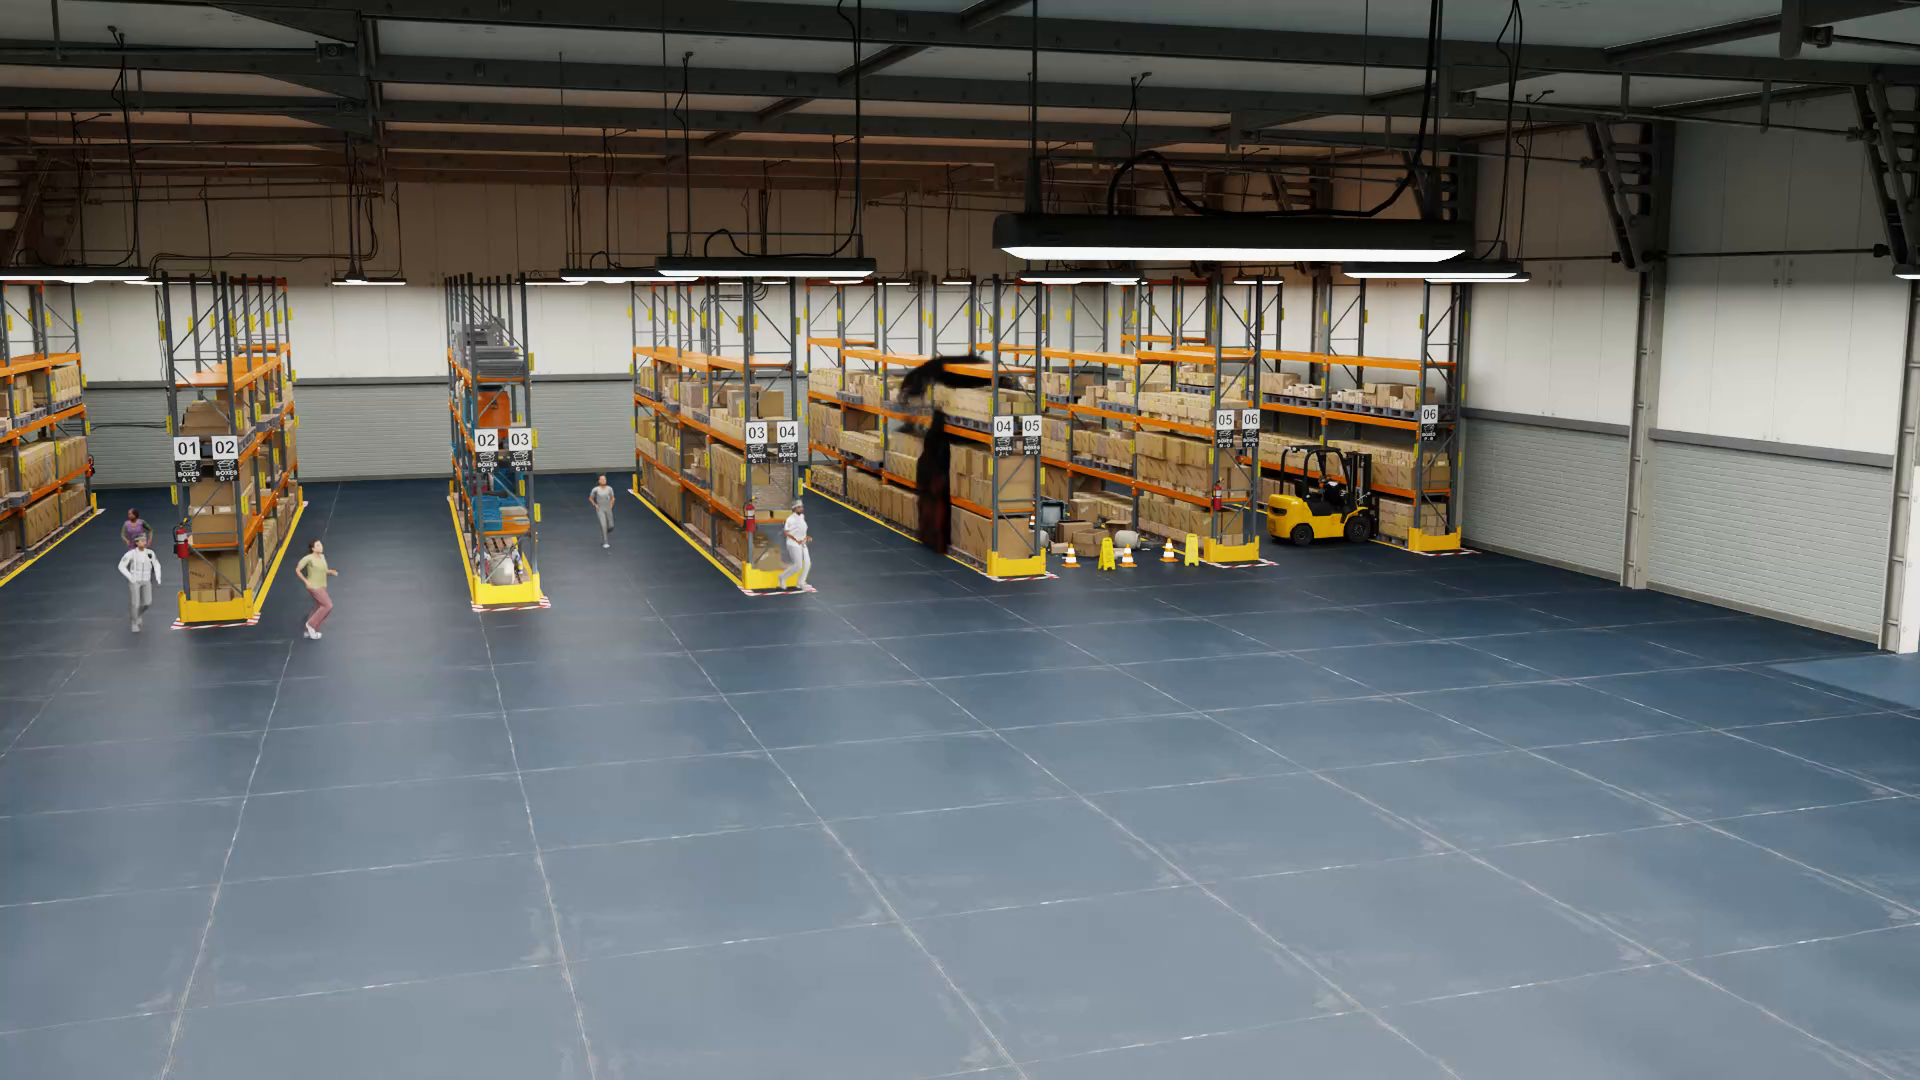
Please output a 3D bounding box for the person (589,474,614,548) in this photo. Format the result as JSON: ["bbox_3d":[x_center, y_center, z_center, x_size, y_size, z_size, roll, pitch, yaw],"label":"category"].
[{"bbox_3d":[-7.957,-0.657,37.027,0.566,1.621,0.667,-5,10,-28],"label":"person"}]

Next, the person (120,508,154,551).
[{"bbox_3d":[-15.688,0.174,31.702,0.546,1.564,0.635,-2,9,-15],"label":"person"}]

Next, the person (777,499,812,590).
[{"bbox_3d":[-2.992,0.073,30.304,0.627,1.661,0.583,4,10,26],"label":"person"}]

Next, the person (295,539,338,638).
[{"bbox_3d":[-10.541,0.791,27.359,0.597,1.636,0.558,2,9,11],"label":"person"}]

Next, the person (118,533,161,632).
[{"bbox_3d":[-13.789,0.704,28.035,0.687,1.649,0.480,-8,12,-44],"label":"person"}]
